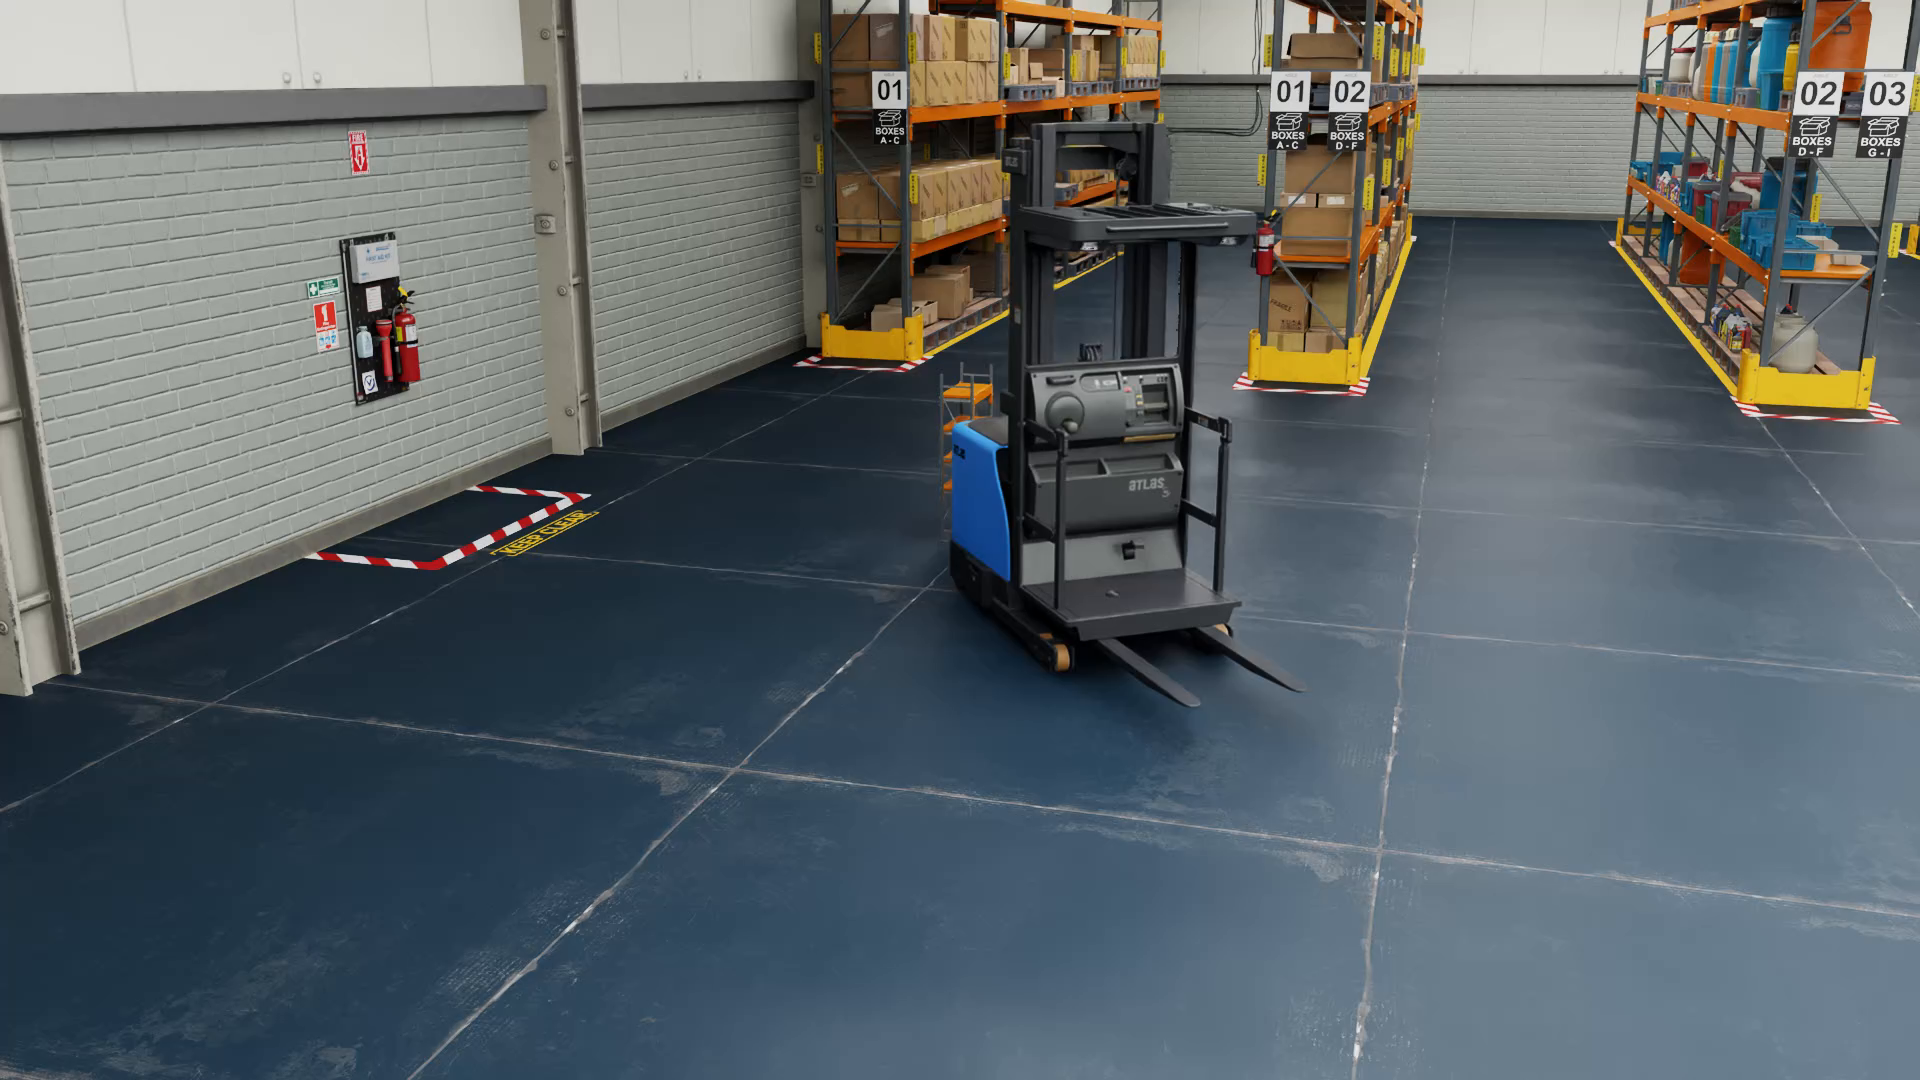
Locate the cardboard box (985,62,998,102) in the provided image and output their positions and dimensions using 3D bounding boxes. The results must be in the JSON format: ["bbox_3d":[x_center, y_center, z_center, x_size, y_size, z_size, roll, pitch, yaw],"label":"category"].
[{"bbox_3d":[0.186,-5.956,21.613,0.500,0.500,0.500,5,17,17],"label":"cardboard box"}]

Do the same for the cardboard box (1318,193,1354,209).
[{"bbox_3d":[4.025,-3.623,17.735,0.380,0.149,0.250,5,16,15],"label":"cardboard box"}]

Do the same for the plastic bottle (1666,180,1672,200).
[{"bbox_3d":[10.849,-5.350,25.409,0.061,0.283,0.133,5,16,16],"label":"plastic bottle"}]

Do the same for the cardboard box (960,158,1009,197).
[{"bbox_3d":[0.270,-4.997,22.961,0.700,0.500,0.500,5,16,16],"label":"cardboard box"}]

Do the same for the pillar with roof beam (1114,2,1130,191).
[{"bbox_3d":[7.568,-11.072,34.374,9.100,9.000,0.400,5,16,16],"label":"pillar with roof beam"}]

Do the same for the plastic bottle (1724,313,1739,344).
[{"bbox_3d":[8.737,-2.388,18.798,0.144,0.351,0.185,5,17,18],"label":"plastic bottle"}]

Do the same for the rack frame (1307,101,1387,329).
[{"bbox_3d":[4.843,-4.224,21.223,1.000,3.000,0.127,5,16,16],"label":"rack frame"}]

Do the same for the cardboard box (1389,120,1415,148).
[{"bbox_3d":[8.105,-7.486,30.710,0.500,0.500,0.500,5,17,17],"label":"cardboard box"}]

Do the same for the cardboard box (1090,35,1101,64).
[{"bbox_3d":[2.341,-8.882,30.099,0.500,0.500,0.500,4,16,15],"label":"cardboard box"}]

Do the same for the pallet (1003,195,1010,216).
[{"bbox_3d":[0.450,-4.703,23.266,1.003,0.211,1.213,5,16,16],"label":"pallet"}]

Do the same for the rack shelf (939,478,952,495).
[{"bbox_3d":[0.047,-0.365,11.891,0.258,0.148,0.480,5,16,16],"label":"rack shelf"}]

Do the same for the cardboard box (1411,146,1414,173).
[{"bbox_3d":[8.387,-7.273,31.791,0.500,0.500,0.500,5,17,18],"label":"cardboard box"}]

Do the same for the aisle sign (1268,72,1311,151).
[{"bbox_3d":[3.406,-4.433,17.199,0.394,0.787,0.004,5,16,16],"label":"aisle sign"}]

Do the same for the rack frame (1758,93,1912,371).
[{"bbox_3d":[8.455,-2.792,16.176,1.000,3.000,0.127,5,16,16],"label":"rack frame"}]

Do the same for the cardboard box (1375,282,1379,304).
[{"bbox_3d":[5.342,-3.323,22.317,0.500,0.250,0.500,5,17,17],"label":"cardboard box"}]

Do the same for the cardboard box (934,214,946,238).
[{"bbox_3d":[-0.467,-3.738,19.749,0.500,0.250,0.500,4,16,14],"label":"cardboard box"}]

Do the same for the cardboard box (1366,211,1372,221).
[{"bbox_3d":[5.291,-4.319,22.019,0.380,0.149,0.250,5,16,16],"label":"cardboard box"}]

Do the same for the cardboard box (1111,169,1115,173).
[{"bbox_3d":[2.477,-6.760,29.402,0.500,0.500,0.500,4,16,15],"label":"cardboard box"}]

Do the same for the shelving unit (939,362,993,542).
[{"bbox_3d":[0.047,-0.621,11.818,0.258,1.200,0.503,5,16,16],"label":"shelving unit"}]

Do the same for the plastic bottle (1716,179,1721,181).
[{"bbox_3d":[11.777,-5.481,25.883,0.152,0.276,0.135,5,16,16],"label":"plastic bottle"}]

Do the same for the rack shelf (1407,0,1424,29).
[{"bbox_3d":[7.685,-9.378,29.727,1.077,0.370,4.000,5,16,16],"label":"rack shelf"}]

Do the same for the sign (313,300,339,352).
[{"bbox_3d":[-4.374,-1.478,11.477,0.001,0.329,0.234,5,16,16],"label":"sign"}]

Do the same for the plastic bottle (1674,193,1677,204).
[{"bbox_3d":[10.578,-5.043,24.476,0.097,0.201,0.097,0,16,0],"label":"plastic bottle"}]

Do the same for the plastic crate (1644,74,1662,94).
[{"bbox_3d":[12.304,-8.013,29.199,0.504,0.338,0.767,5,16,16],"label":"plastic crate"}]

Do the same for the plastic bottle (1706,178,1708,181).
[{"bbox_3d":[11.691,-5.519,26.025,0.097,0.271,0.097,0,16,0],"label":"plastic bottle"}]

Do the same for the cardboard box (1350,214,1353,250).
[{"bbox_3d":[3.996,-3.484,18.433,0.700,0.500,0.500,5,17,17],"label":"cardboard box"}]

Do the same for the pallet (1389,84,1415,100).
[{"bbox_3d":[5.873,-6.438,23.879,1.213,0.211,1.003,5,17,18],"label":"pallet"}]

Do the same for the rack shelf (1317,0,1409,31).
[{"bbox_3d":[5.412,-7.095,22.402,1.077,0.370,4.000,5,16,16],"label":"rack shelf"}]

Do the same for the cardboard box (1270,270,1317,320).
[{"bbox_3d":[3.844,-2.843,19.252,0.500,0.500,0.500,5,16,16],"label":"cardboard box"}]

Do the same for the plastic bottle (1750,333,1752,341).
[{"bbox_3d":[8.818,-2.267,18.648,0.097,0.201,0.097,0,16,0],"label":"plastic bottle"}]

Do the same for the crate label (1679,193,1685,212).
[{"bbox_3d":[10.249,-4.723,23.292,0.303,0.233,0.416,5,16,16],"label":"crate label"}]

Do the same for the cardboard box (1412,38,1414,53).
[{"bbox_3d":[7.633,-8.670,29.387,0.700,0.500,0.500,5,16,16],"label":"cardboard box"}]

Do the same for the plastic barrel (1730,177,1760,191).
[{"bbox_3d":[10.641,-4.653,22.533,0.421,0.512,0.421,0,16,0],"label":"plastic barrel"}]

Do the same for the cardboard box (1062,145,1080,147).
[{"bbox_3d":[1.614,-6.321,26.479,0.500,0.250,0.500,5,17,17],"label":"cardboard box"}]

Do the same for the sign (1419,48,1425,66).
[{"bbox_3d":[8.780,-9.184,31.592,0.100,0.325,0.005,5,16,16],"label":"sign"}]

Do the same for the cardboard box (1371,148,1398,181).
[{"bbox_3d":[6.494,-5.918,26.245,0.700,0.500,0.500,8,18,26],"label":"cardboard box"}]

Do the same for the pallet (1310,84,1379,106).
[{"bbox_3d":[3.932,-4.761,17.782,1.003,0.211,1.213,5,16,16],"label":"pallet"}]

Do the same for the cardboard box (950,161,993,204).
[{"bbox_3d":[0.119,-4.626,21.507,0.500,0.500,0.500,5,16,16],"label":"cardboard box"}]

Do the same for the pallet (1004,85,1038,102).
[{"bbox_3d":[0.370,-6.113,22.731,1.213,0.211,1.003,5,16,16],"label":"pallet"}]

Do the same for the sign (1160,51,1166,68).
[{"bbox_3d":[4.019,-9.532,32.962,0.100,0.325,0.005,5,16,16],"label":"sign"}]

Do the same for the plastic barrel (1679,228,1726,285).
[{"bbox_3d":[10.851,-4.172,24.250,0.600,0.830,0.708,5,16,16],"label":"plastic barrel"}]

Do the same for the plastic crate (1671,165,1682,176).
[{"bbox_3d":[12.475,-6.289,28.611,0.437,0.282,0.530,5,16,16],"label":"plastic crate"}]

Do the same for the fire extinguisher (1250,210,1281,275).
[{"bbox_3d":[3.228,-3.145,17.562,0.296,0.674,0.183,5,16,16],"label":"fire extinguisher"}]

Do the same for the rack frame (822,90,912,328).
[{"bbox_3d":[-1.044,-3.560,18.885,1.000,3.000,0.127,5,16,16],"label":"rack frame"}]

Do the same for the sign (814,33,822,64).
[{"bbox_3d":[-1.570,-5.478,18.525,0.100,0.325,0.005,5,16,16],"label":"sign"}]

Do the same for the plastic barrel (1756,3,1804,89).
[{"bbox_3d":[9.206,-5.473,18.442,0.600,0.901,0.708,5,16,16],"label":"plastic barrel"}]

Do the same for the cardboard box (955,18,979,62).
[{"bbox_3d":[-0.074,-6.155,20.483,0.500,0.500,0.500,4,16,14],"label":"cardboard box"}]

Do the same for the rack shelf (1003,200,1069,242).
[{"bbox_3d":[0.661,-4.784,24.517,1.077,0.370,4.000,5,16,16],"label":"rack shelf"}]

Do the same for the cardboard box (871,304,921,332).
[{"bbox_3d":[-0.761,-2.652,19.805,0.500,0.311,0.500,3,16,10],"label":"cardboard box"}]

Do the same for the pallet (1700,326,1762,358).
[{"bbox_3d":[9.361,-2.325,19.638,1.003,0.211,1.213,5,16,16],"label":"pallet"}]

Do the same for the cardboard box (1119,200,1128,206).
[{"bbox_3d":[2.949,-6.274,31.076,0.380,0.149,0.250,5,17,18],"label":"cardboard box"}]

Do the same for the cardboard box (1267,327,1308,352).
[{"bbox_3d":[3.576,-2.220,18.427,0.500,0.250,0.500,5,16,16],"label":"cardboard box"}]

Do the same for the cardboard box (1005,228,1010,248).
[{"bbox_3d":[0.552,-4.422,24.324,0.500,0.250,0.500,4,16,14],"label":"cardboard box"}]

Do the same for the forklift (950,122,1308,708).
[{"bbox_3d":[0.917,-0.798,9.272,1.130,2.935,3.031,-6,17,-19],"label":"forklift"}]

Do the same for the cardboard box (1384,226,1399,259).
[{"bbox_3d":[6.960,-4.915,27.434,0.500,0.500,0.500,5,17,17],"label":"cardboard box"}]

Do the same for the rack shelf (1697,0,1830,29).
[{"bbox_3d":[10.160,-6.709,21.044,1.077,0.370,4.000,5,16,16],"label":"rack shelf"}]

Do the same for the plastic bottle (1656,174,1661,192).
[{"bbox_3d":[11.314,-5.778,26.916,0.061,0.283,0.133,5,16,16],"label":"plastic bottle"}]
